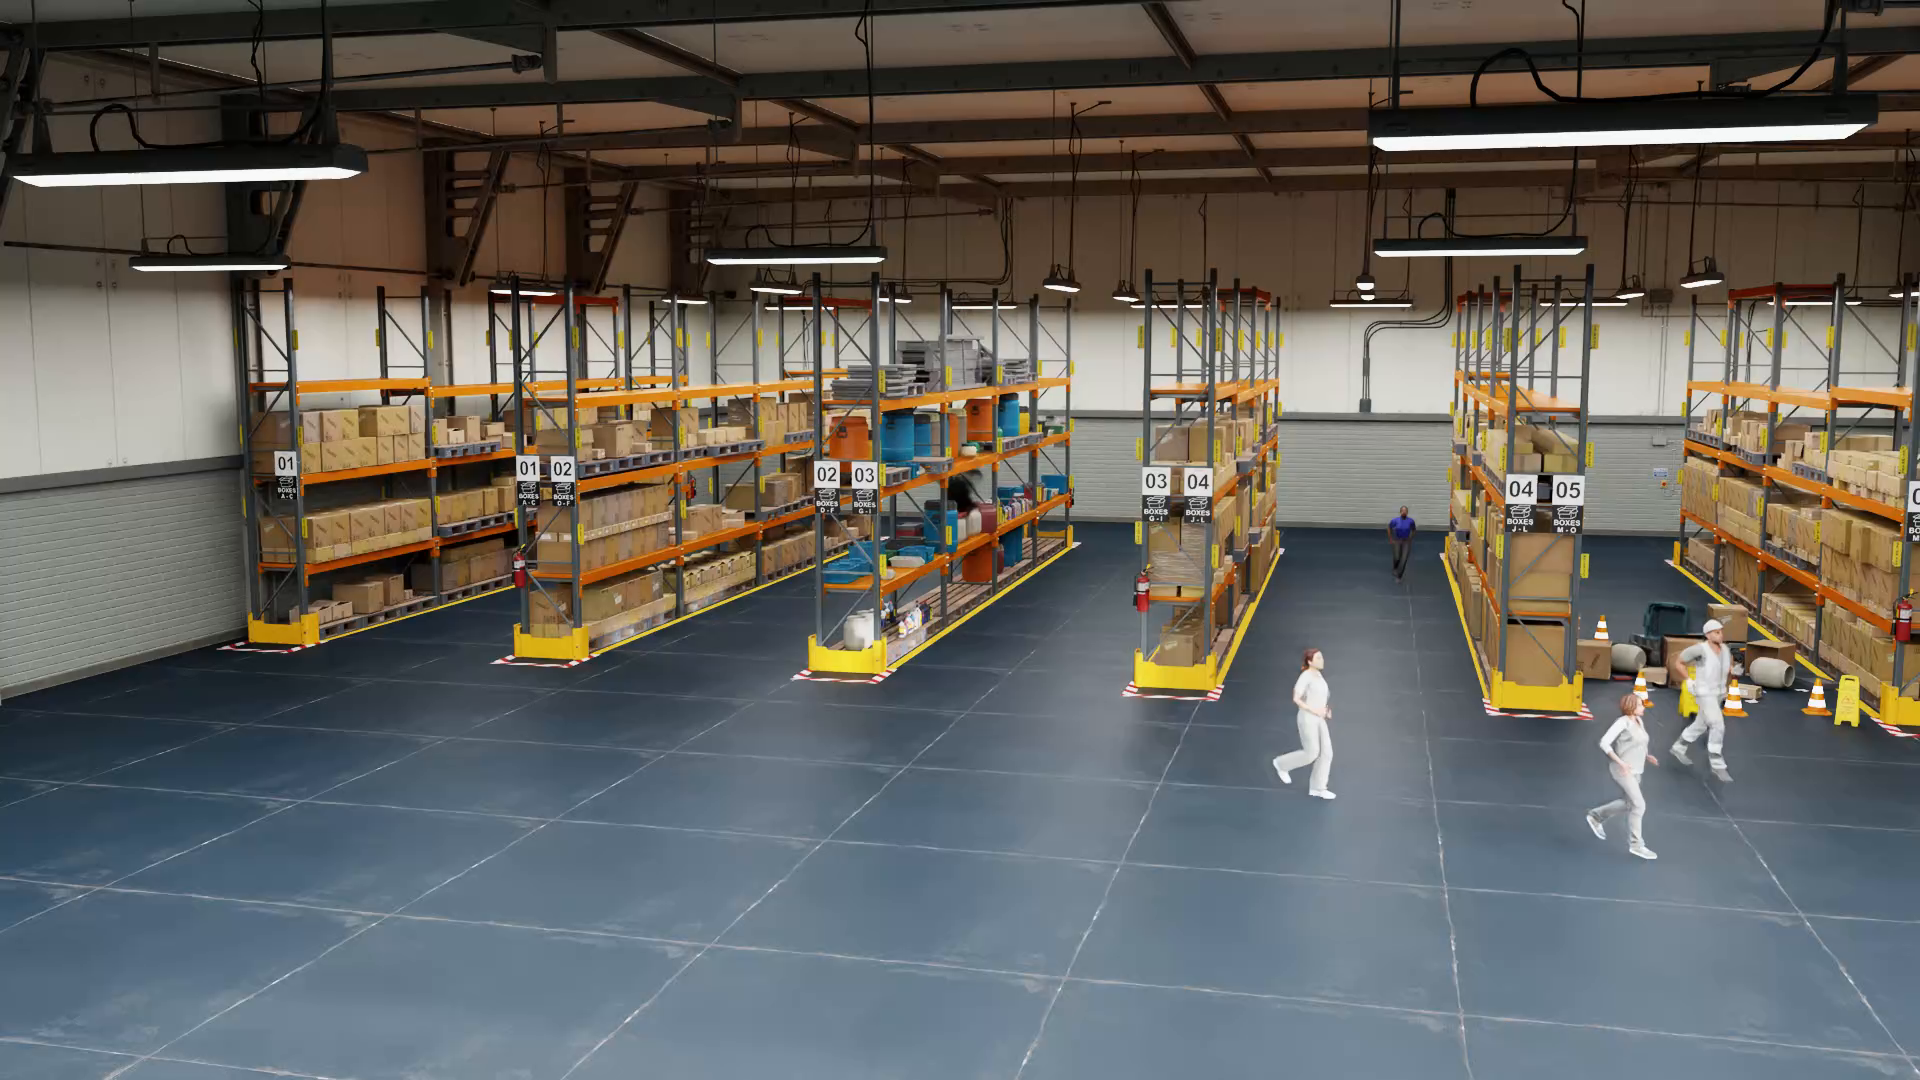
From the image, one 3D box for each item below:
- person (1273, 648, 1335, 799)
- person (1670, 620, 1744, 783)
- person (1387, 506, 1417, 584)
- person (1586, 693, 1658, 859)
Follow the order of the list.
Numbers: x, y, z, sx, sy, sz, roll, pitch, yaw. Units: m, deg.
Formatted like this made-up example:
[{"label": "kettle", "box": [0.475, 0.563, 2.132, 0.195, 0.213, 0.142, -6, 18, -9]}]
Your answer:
[{"label": "person", "box": [3.836, 1.992, 18.344, 0.752, 1.643, 0.563, 6, 9, 40]}, {"label": "person", "box": [8.651, 1.818, 19.223, 0.624, 1.833, 0.866, -4, 8, -31]}, {"label": "person", "box": [9.124, 0.100, 34.316, 0.584, 1.612, 0.532, 1, 7, 9]}, {"label": "person", "box": [6.483, 2.273, 16.263, 0.558, 1.586, 0.750, -7, 10, -44]}]
